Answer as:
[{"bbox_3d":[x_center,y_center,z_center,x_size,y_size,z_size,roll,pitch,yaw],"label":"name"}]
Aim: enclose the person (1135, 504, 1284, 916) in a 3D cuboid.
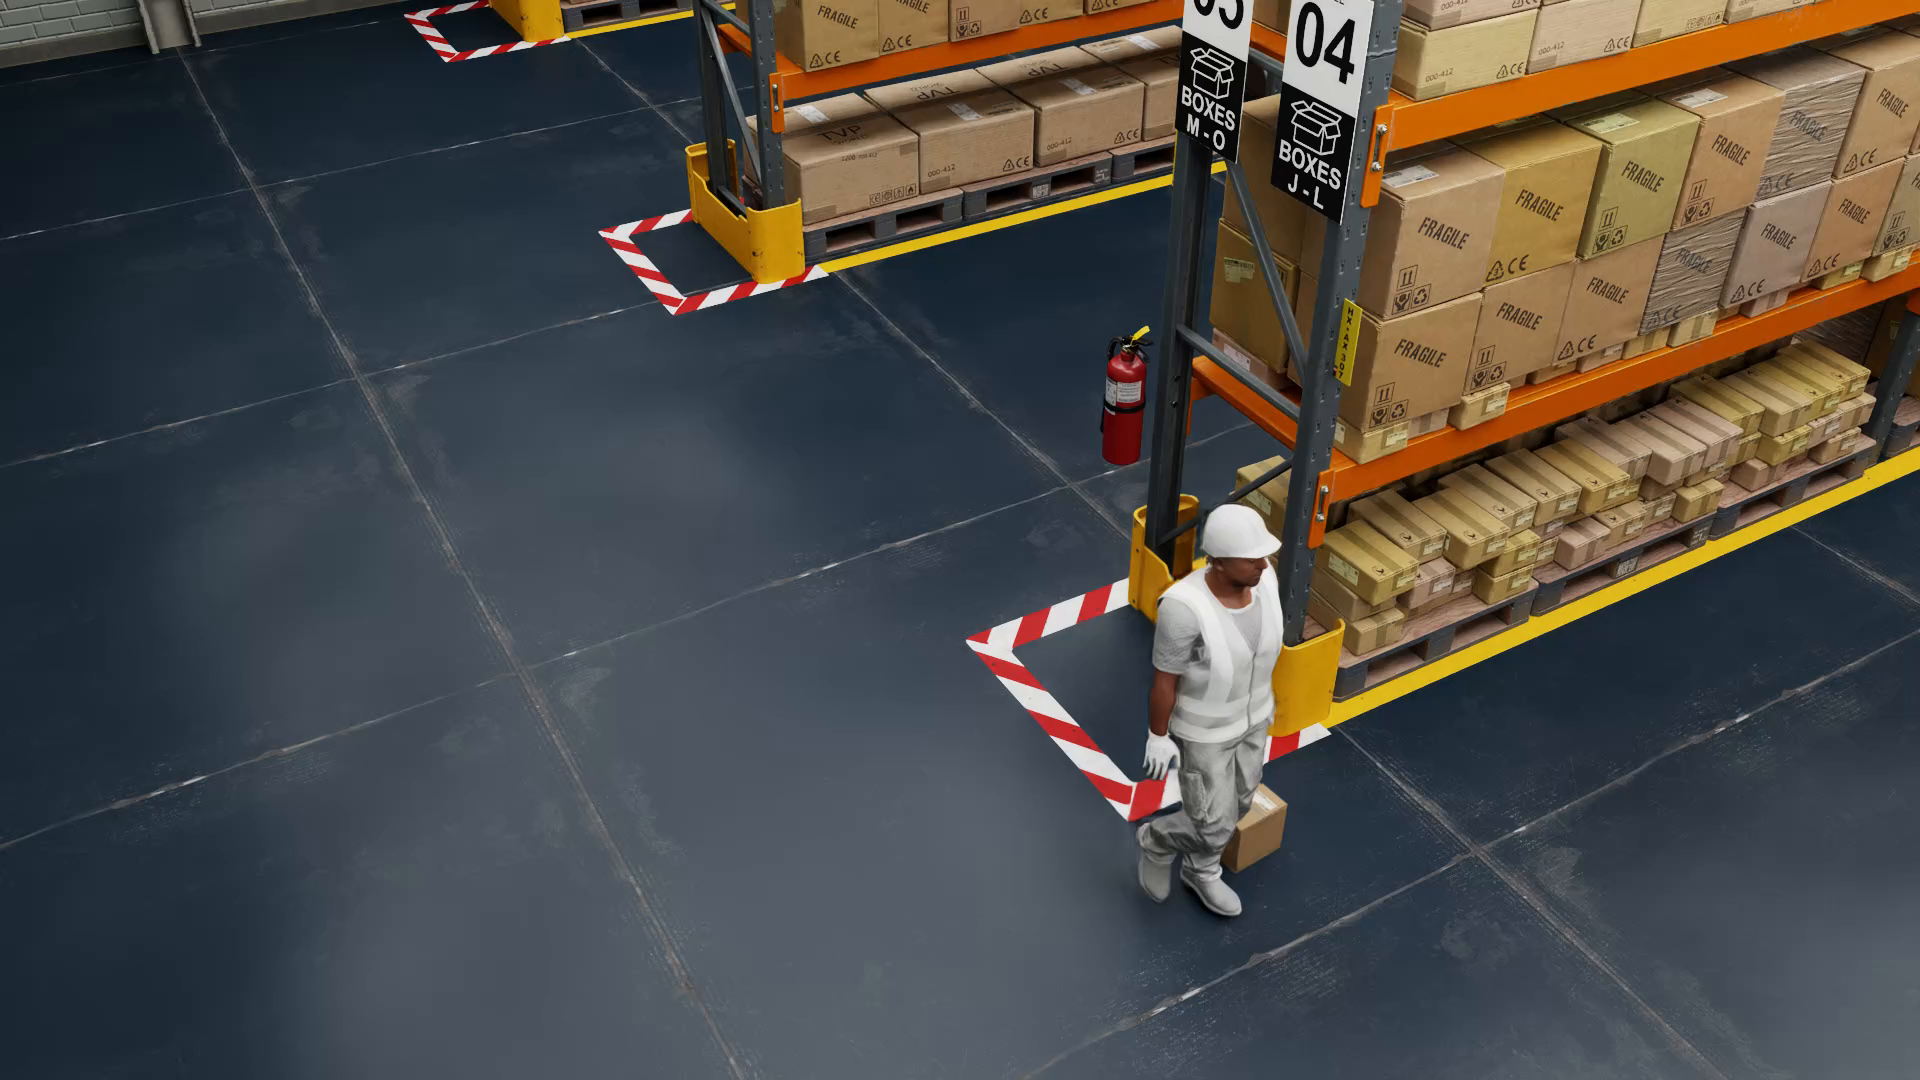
[{"bbox_3d":[0.942,0.648,5.991,0.609,1.771,0.467,-24,43,-29],"label":"person"}]
